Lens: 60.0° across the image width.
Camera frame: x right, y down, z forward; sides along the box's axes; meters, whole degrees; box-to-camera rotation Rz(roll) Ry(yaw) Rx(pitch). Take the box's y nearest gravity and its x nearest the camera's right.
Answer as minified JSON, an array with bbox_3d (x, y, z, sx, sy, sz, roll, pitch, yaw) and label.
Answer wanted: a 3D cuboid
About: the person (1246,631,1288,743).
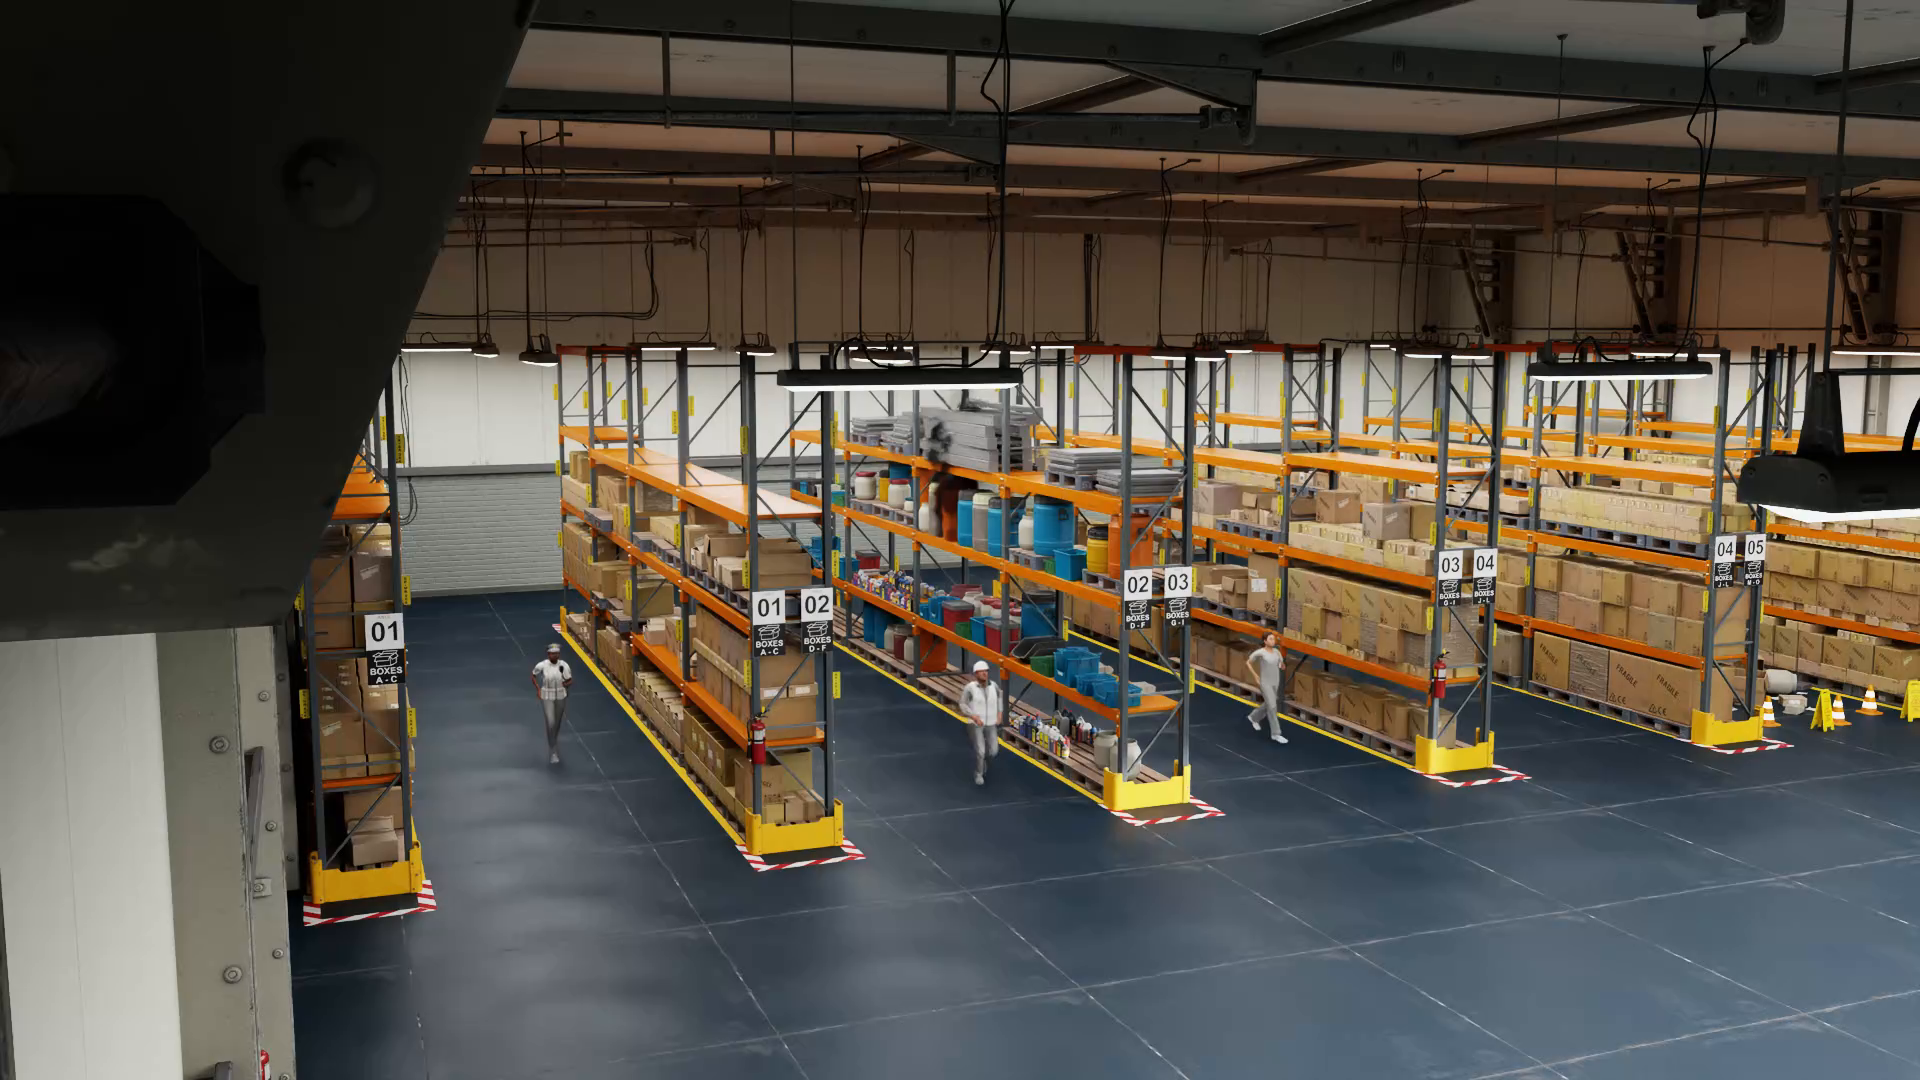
[{"bbox_3d":[4.752,2.227,25.651,0.564,1.655,0.969,-5,9,-32],"label":"person"}]

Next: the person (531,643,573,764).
[{"bbox_3d":[-6.008,2.375,24.600,0.565,1.751,0.824,-4,8,-29],"label":"person"}]

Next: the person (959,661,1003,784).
[{"bbox_3d":[0.316,2.536,23.214,0.692,1.730,0.599,-3,8,-23],"label":"person"}]
